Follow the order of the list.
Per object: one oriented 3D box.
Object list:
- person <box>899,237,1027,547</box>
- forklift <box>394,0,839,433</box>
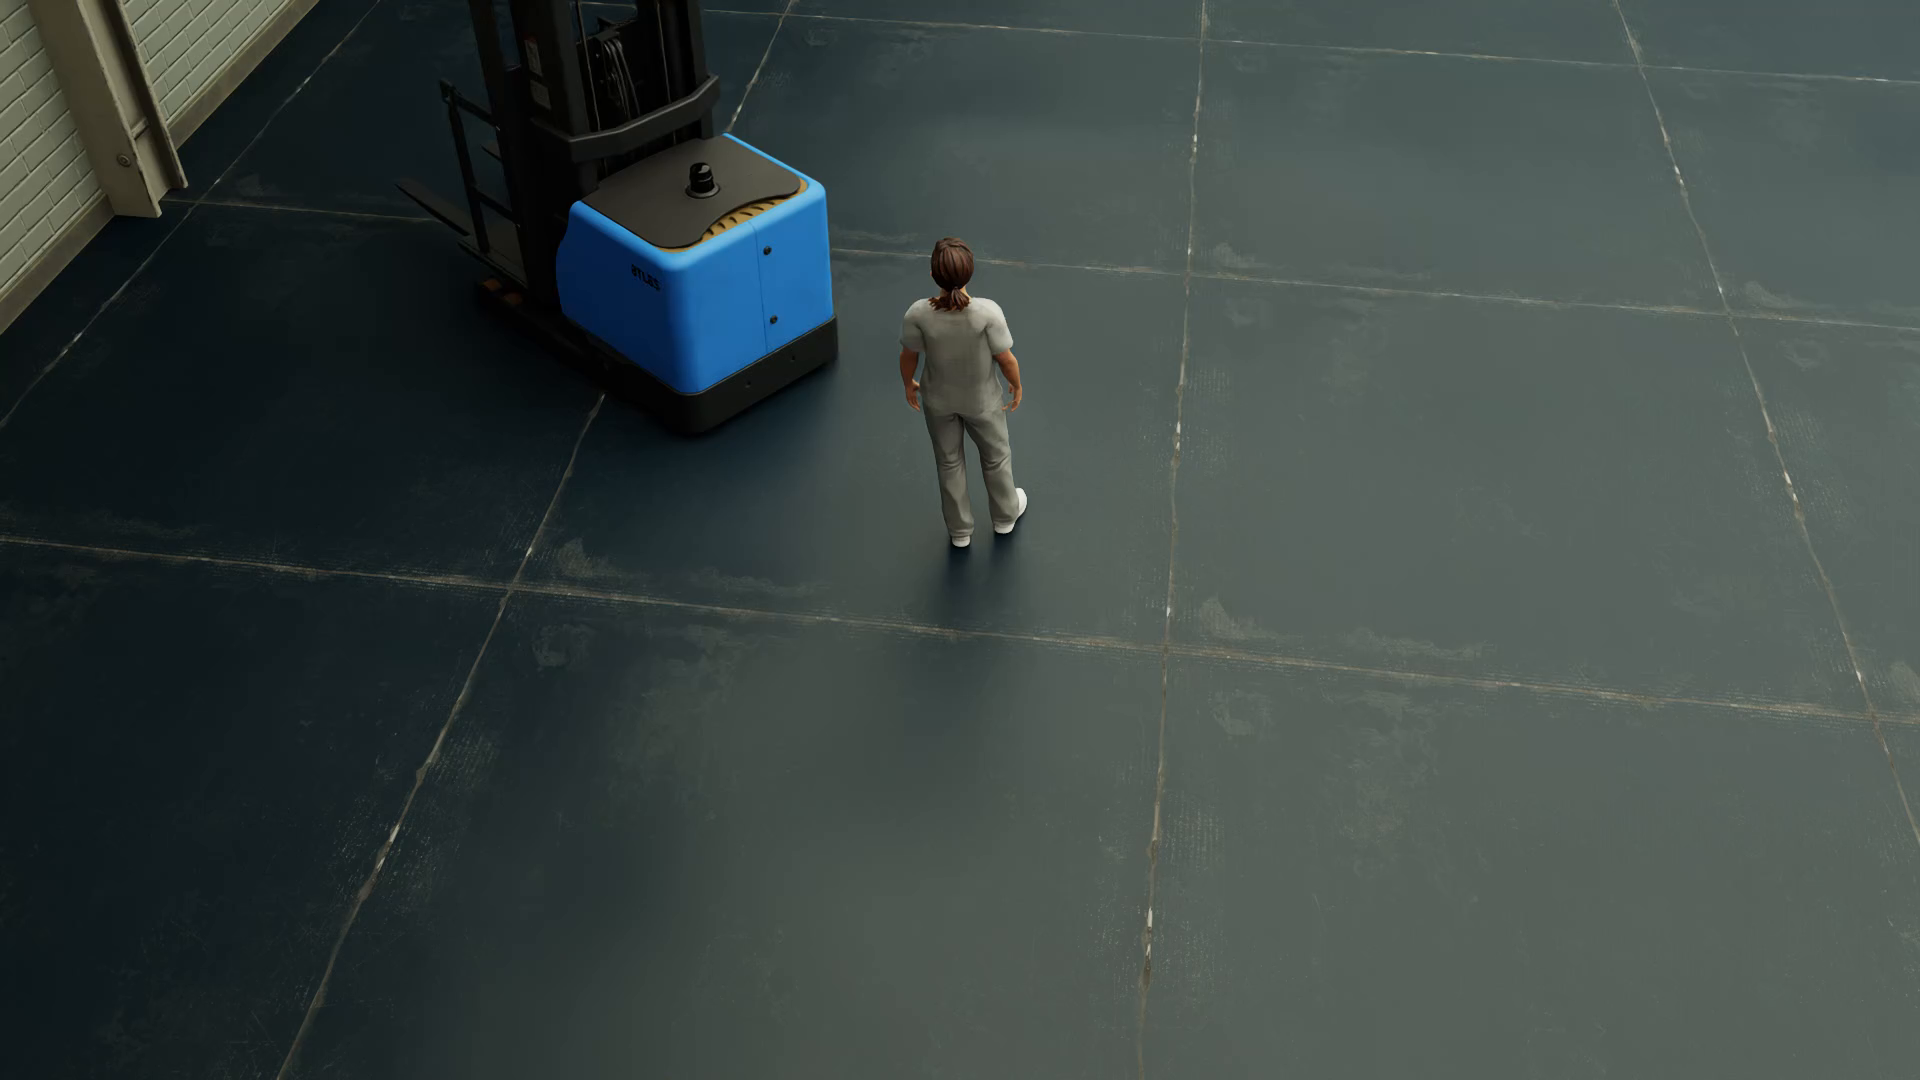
[{"bbox_3d":[0.023,-0.670,7.372,0.550,1.675,0.549,5,43,6],"label":"person"},{"bbox_3d":[-2.055,-2.503,8.449,3.031,2.935,1.130,33,52,31],"label":"forklift"}]
